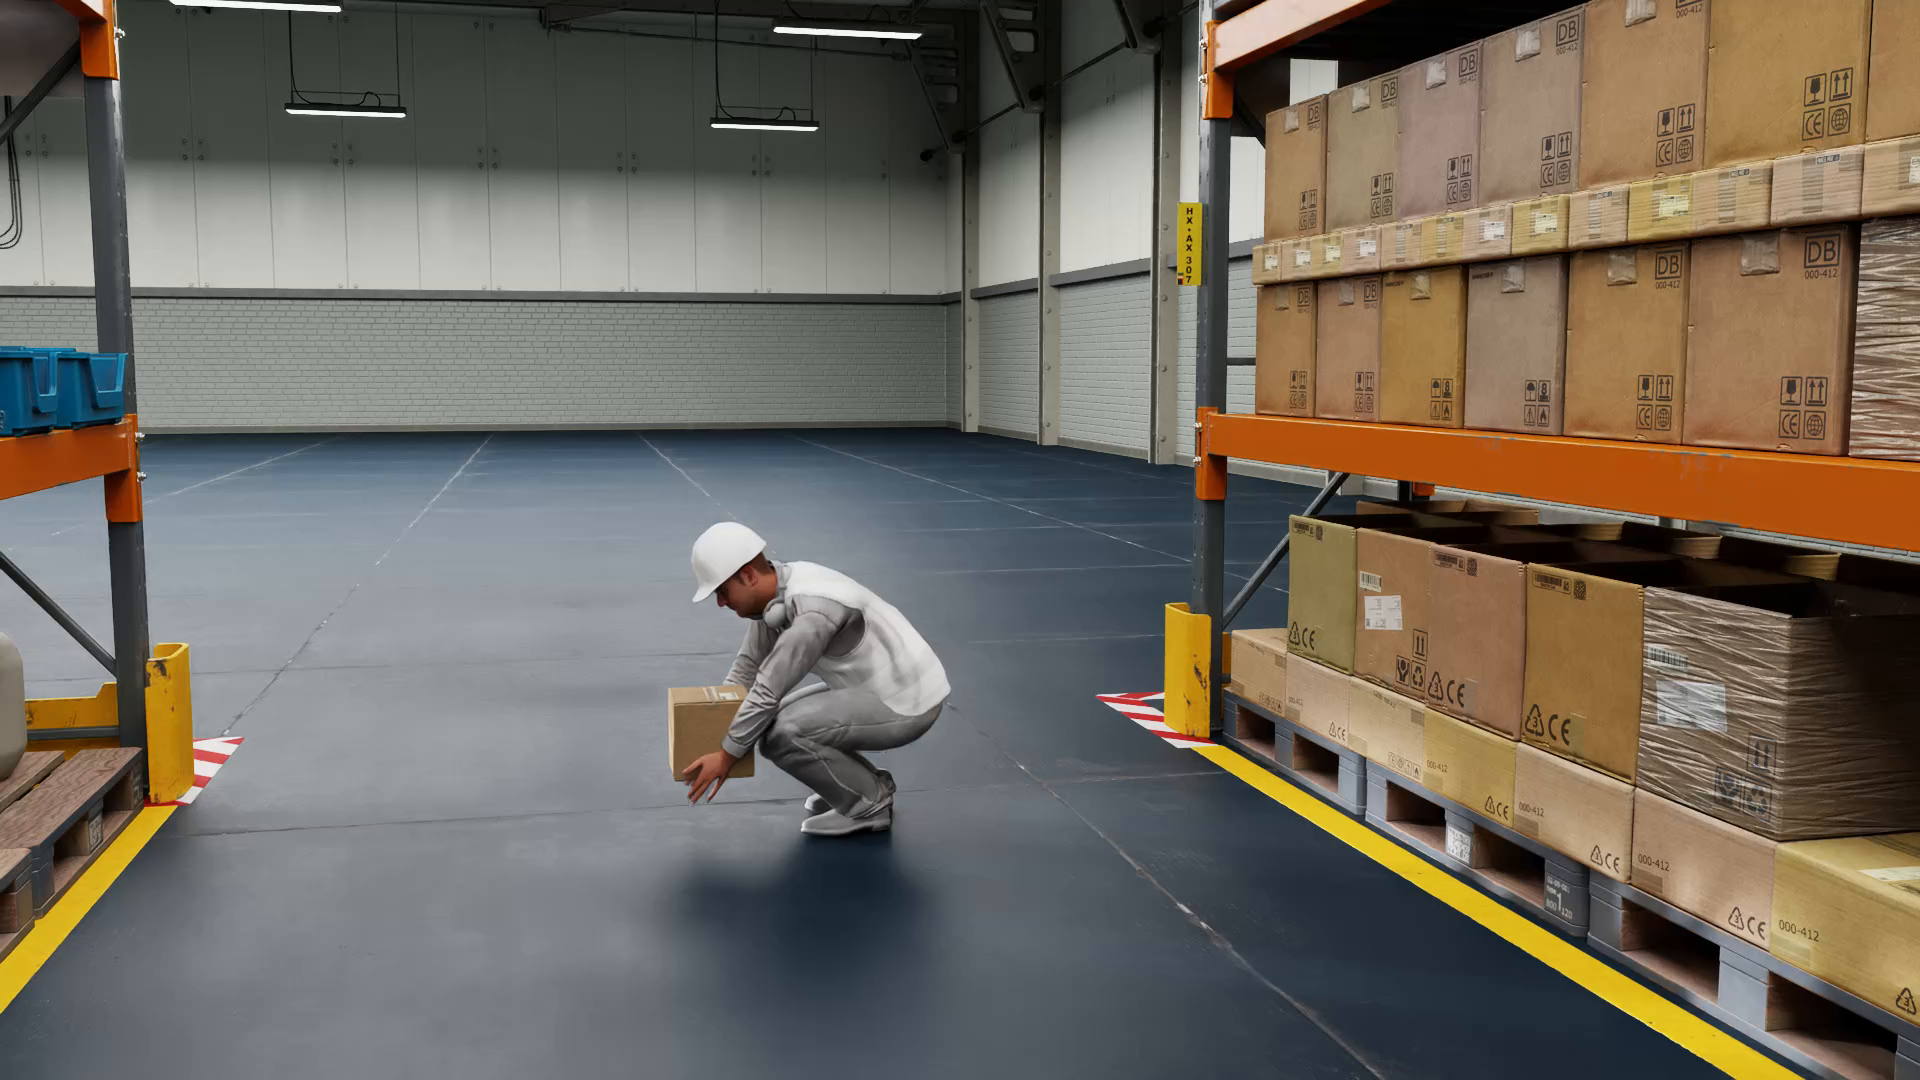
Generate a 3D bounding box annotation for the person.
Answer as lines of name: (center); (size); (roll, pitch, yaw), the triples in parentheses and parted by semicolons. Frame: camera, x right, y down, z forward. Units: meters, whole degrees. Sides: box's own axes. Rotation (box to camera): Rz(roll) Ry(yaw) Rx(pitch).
person: (-0.474, 0.436, 5.380); (0.871, 1.014, 0.524); (-2, 6, -14)
